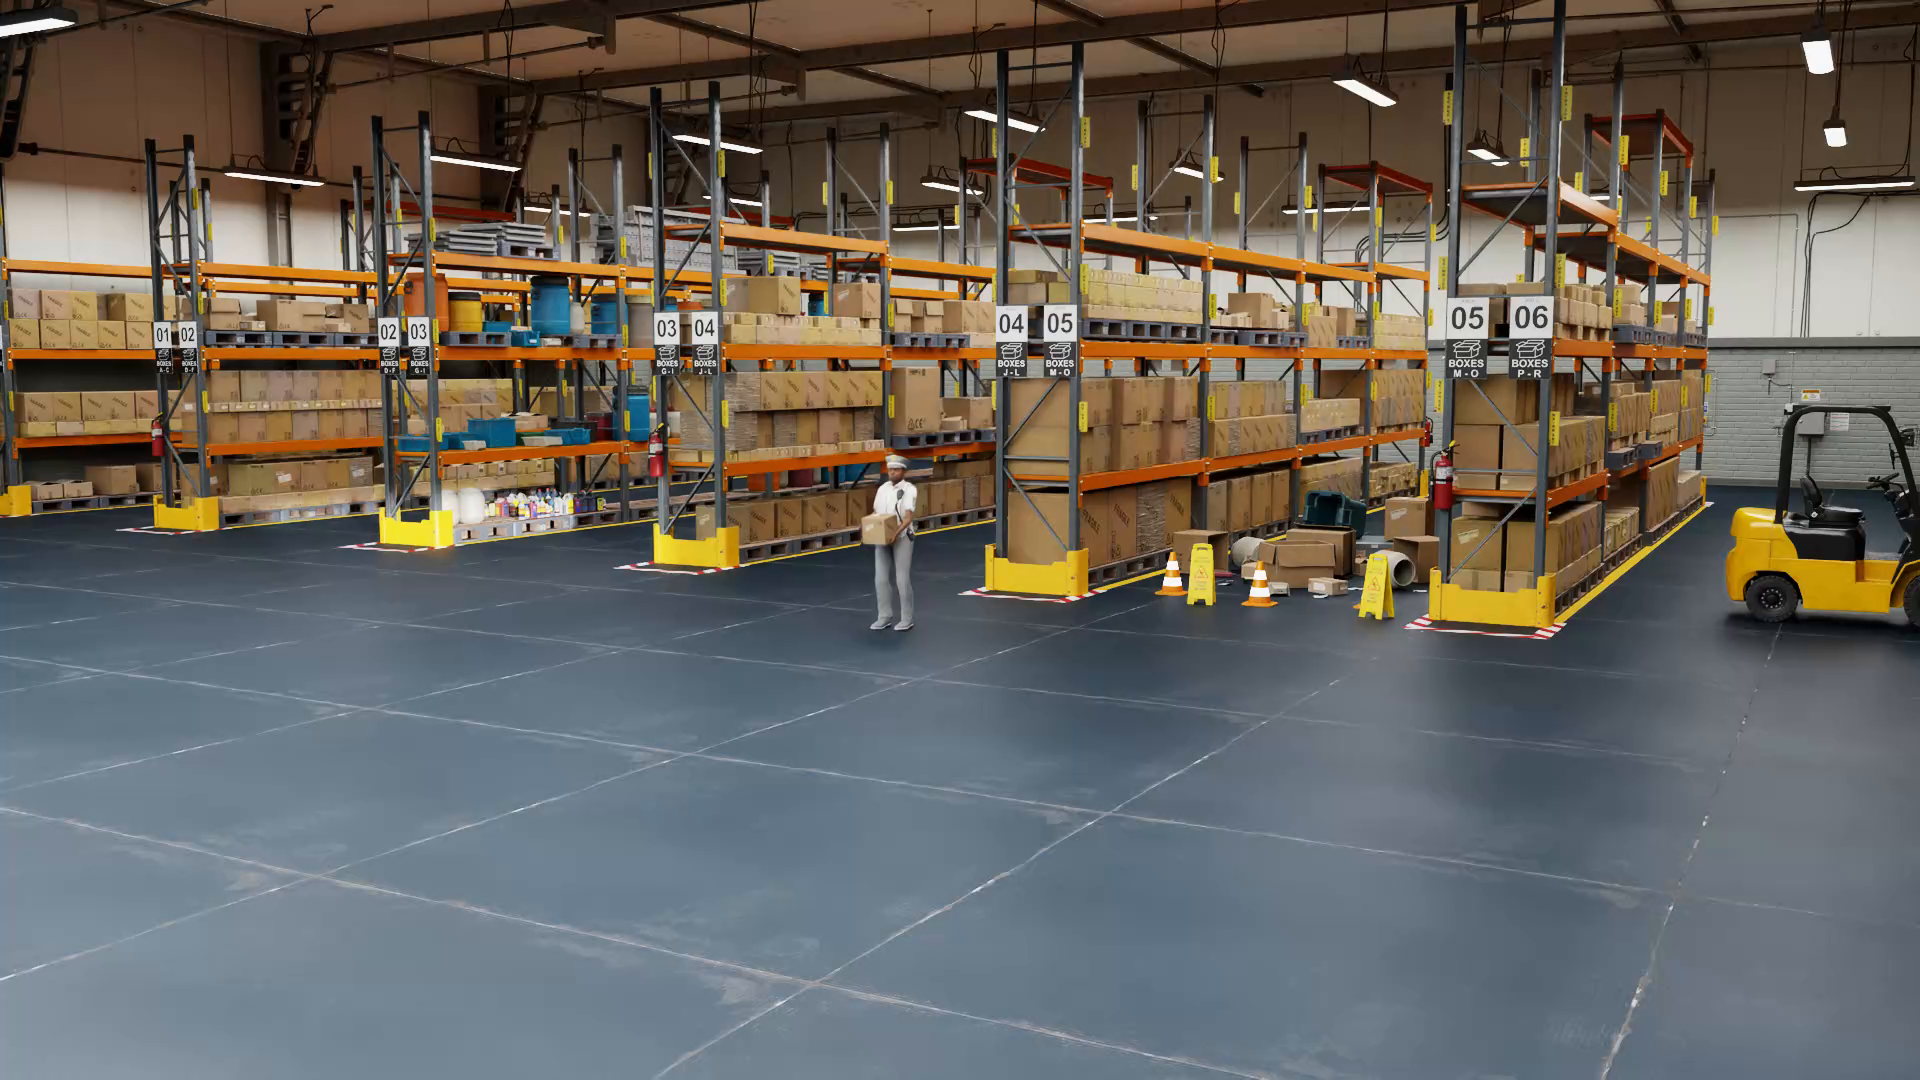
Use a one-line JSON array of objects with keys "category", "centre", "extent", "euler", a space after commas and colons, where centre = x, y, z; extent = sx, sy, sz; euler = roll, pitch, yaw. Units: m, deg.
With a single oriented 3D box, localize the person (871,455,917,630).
[{"category": "person", "centre": [-0.674, 0.024, 16.041], "extent": [0.448, 1.692, 0.510], "euler": [3, 7, 29]}]
